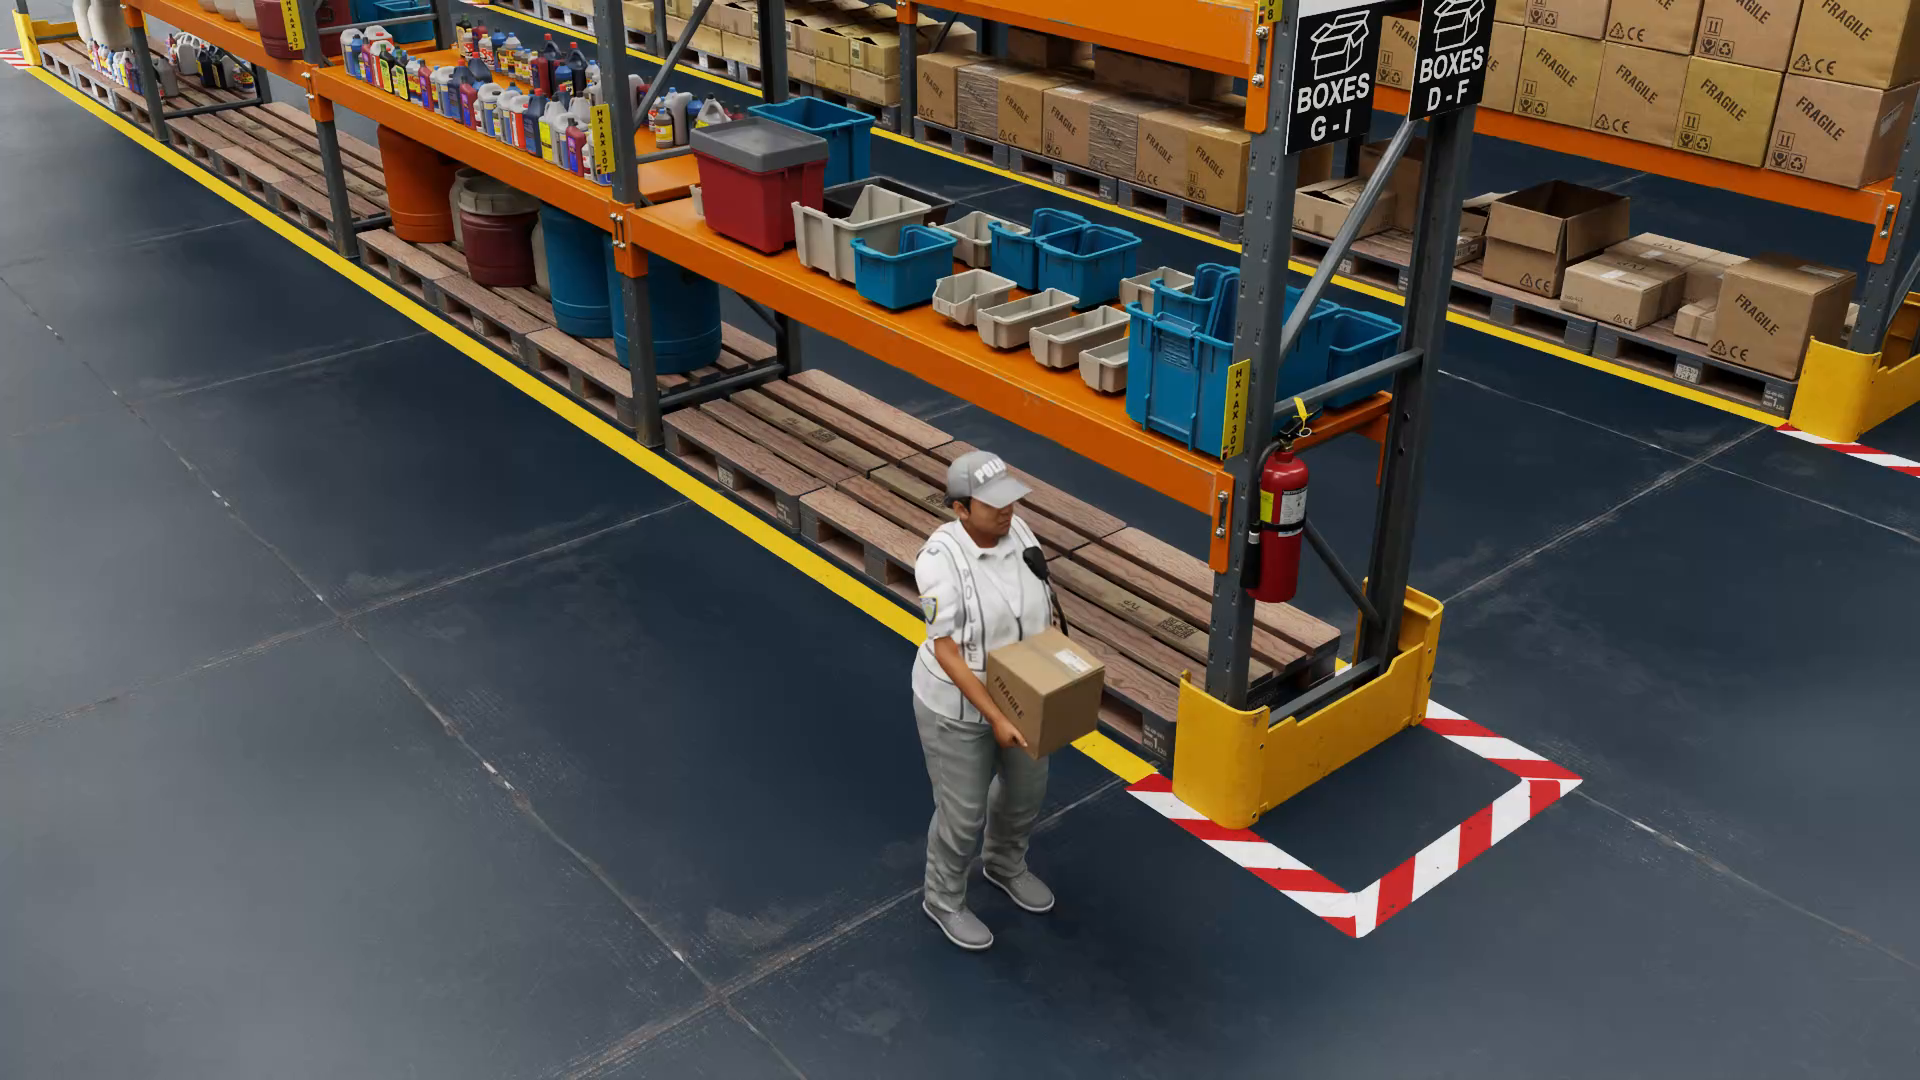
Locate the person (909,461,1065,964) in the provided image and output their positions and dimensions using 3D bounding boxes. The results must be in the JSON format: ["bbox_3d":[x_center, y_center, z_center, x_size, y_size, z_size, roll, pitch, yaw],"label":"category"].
[{"bbox_3d":[0.092,0.505,5.180,0.552,1.666,0.472,-23,36,-36],"label":"person"}]
